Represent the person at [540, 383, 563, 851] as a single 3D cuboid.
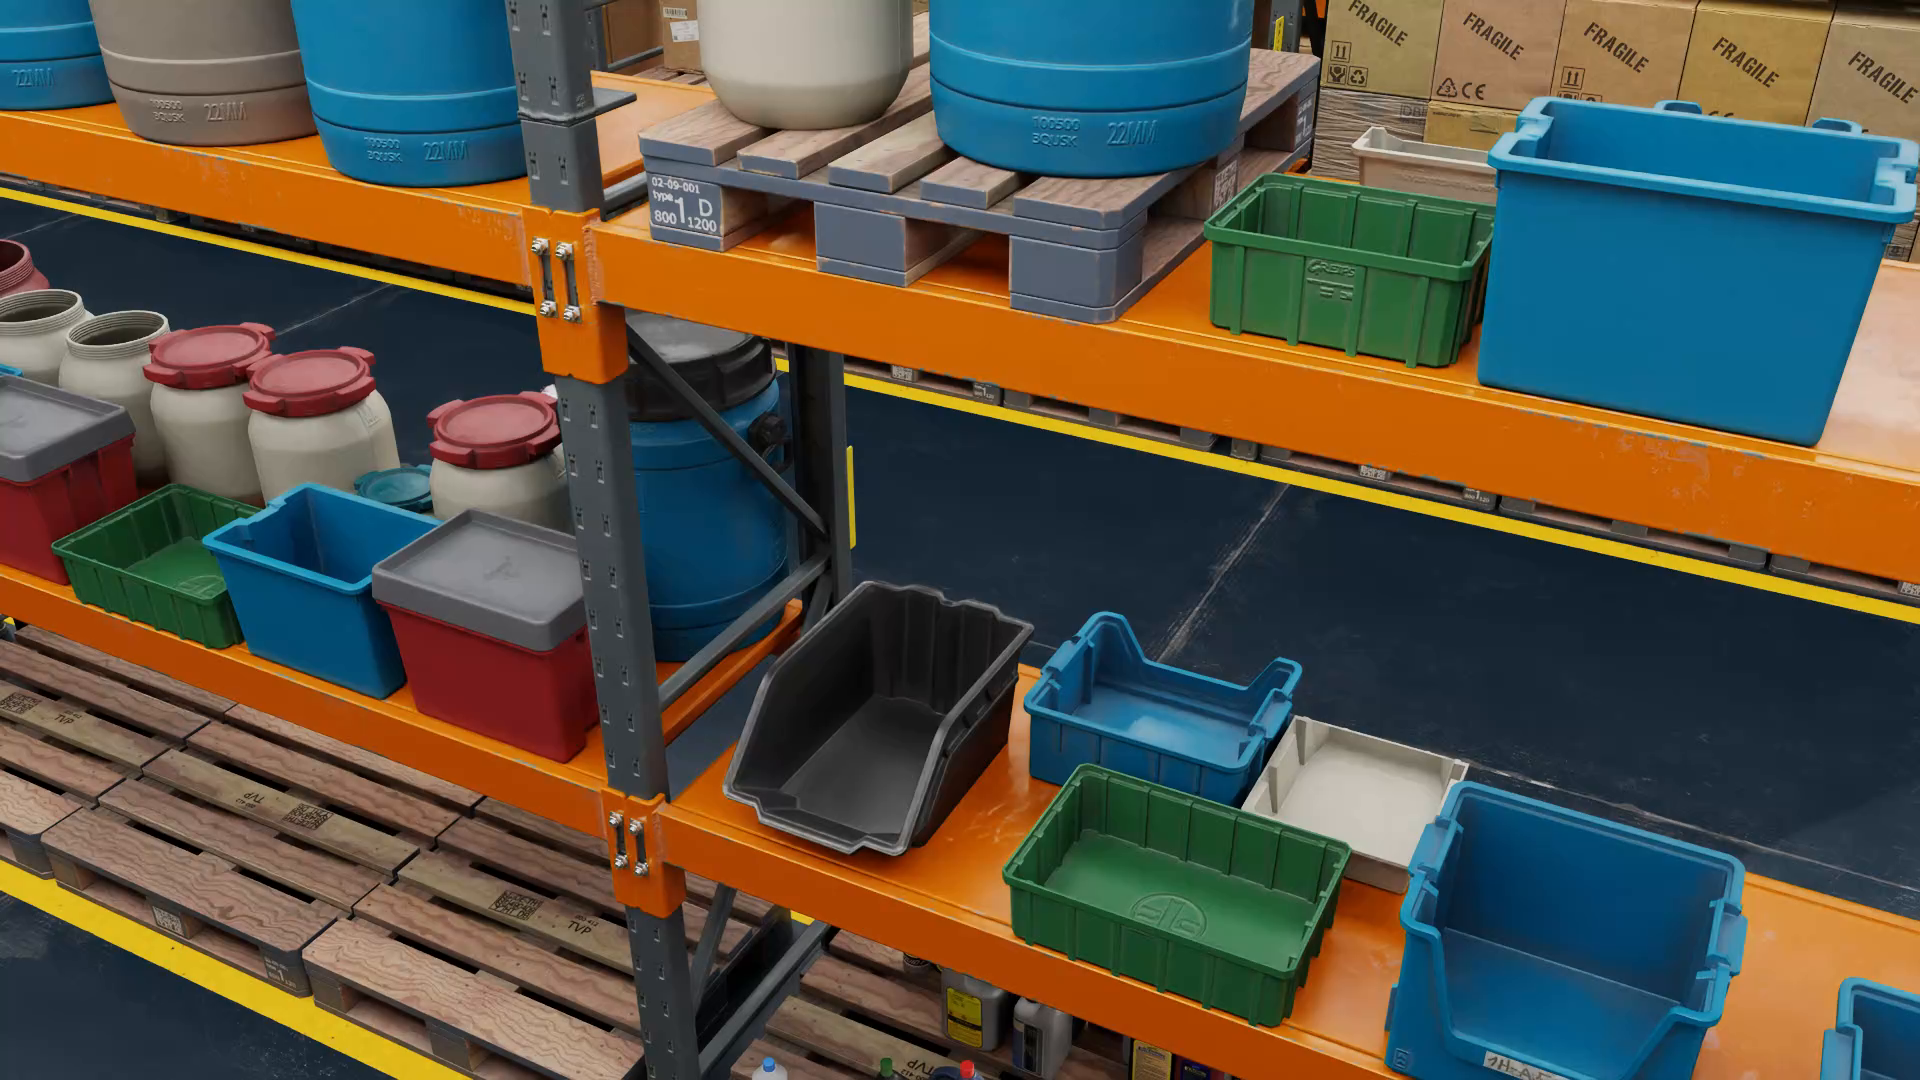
[{"bbox_3d":[-1.274,0.336,5.522,0.505,1.763,0.572,5,30,9],"label":"person"}]
